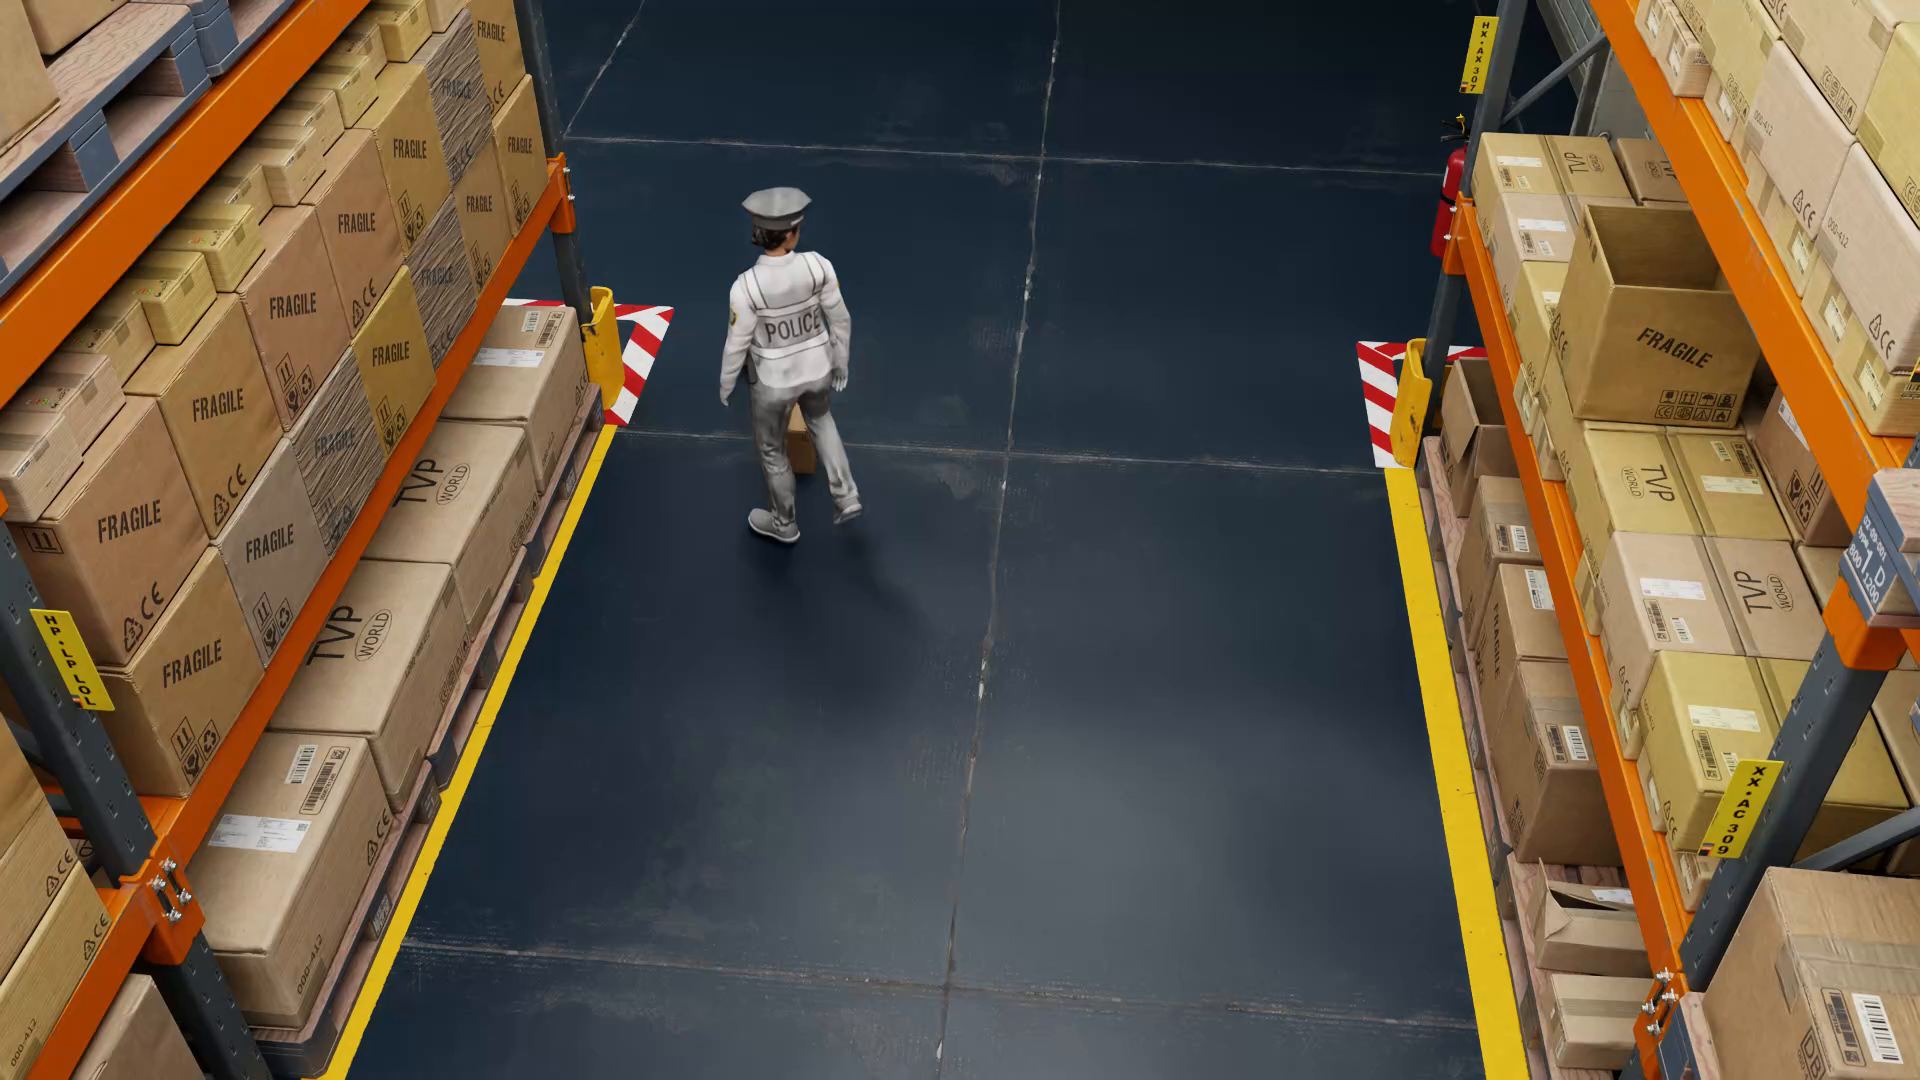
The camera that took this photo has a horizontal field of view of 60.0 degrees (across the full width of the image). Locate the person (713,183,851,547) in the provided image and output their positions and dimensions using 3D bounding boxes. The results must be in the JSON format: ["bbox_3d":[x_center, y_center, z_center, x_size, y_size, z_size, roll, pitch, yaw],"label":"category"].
[{"bbox_3d":[-0.742,-0.694,6.955,0.545,1.684,0.387,-20,44,-22],"label":"person"}]
